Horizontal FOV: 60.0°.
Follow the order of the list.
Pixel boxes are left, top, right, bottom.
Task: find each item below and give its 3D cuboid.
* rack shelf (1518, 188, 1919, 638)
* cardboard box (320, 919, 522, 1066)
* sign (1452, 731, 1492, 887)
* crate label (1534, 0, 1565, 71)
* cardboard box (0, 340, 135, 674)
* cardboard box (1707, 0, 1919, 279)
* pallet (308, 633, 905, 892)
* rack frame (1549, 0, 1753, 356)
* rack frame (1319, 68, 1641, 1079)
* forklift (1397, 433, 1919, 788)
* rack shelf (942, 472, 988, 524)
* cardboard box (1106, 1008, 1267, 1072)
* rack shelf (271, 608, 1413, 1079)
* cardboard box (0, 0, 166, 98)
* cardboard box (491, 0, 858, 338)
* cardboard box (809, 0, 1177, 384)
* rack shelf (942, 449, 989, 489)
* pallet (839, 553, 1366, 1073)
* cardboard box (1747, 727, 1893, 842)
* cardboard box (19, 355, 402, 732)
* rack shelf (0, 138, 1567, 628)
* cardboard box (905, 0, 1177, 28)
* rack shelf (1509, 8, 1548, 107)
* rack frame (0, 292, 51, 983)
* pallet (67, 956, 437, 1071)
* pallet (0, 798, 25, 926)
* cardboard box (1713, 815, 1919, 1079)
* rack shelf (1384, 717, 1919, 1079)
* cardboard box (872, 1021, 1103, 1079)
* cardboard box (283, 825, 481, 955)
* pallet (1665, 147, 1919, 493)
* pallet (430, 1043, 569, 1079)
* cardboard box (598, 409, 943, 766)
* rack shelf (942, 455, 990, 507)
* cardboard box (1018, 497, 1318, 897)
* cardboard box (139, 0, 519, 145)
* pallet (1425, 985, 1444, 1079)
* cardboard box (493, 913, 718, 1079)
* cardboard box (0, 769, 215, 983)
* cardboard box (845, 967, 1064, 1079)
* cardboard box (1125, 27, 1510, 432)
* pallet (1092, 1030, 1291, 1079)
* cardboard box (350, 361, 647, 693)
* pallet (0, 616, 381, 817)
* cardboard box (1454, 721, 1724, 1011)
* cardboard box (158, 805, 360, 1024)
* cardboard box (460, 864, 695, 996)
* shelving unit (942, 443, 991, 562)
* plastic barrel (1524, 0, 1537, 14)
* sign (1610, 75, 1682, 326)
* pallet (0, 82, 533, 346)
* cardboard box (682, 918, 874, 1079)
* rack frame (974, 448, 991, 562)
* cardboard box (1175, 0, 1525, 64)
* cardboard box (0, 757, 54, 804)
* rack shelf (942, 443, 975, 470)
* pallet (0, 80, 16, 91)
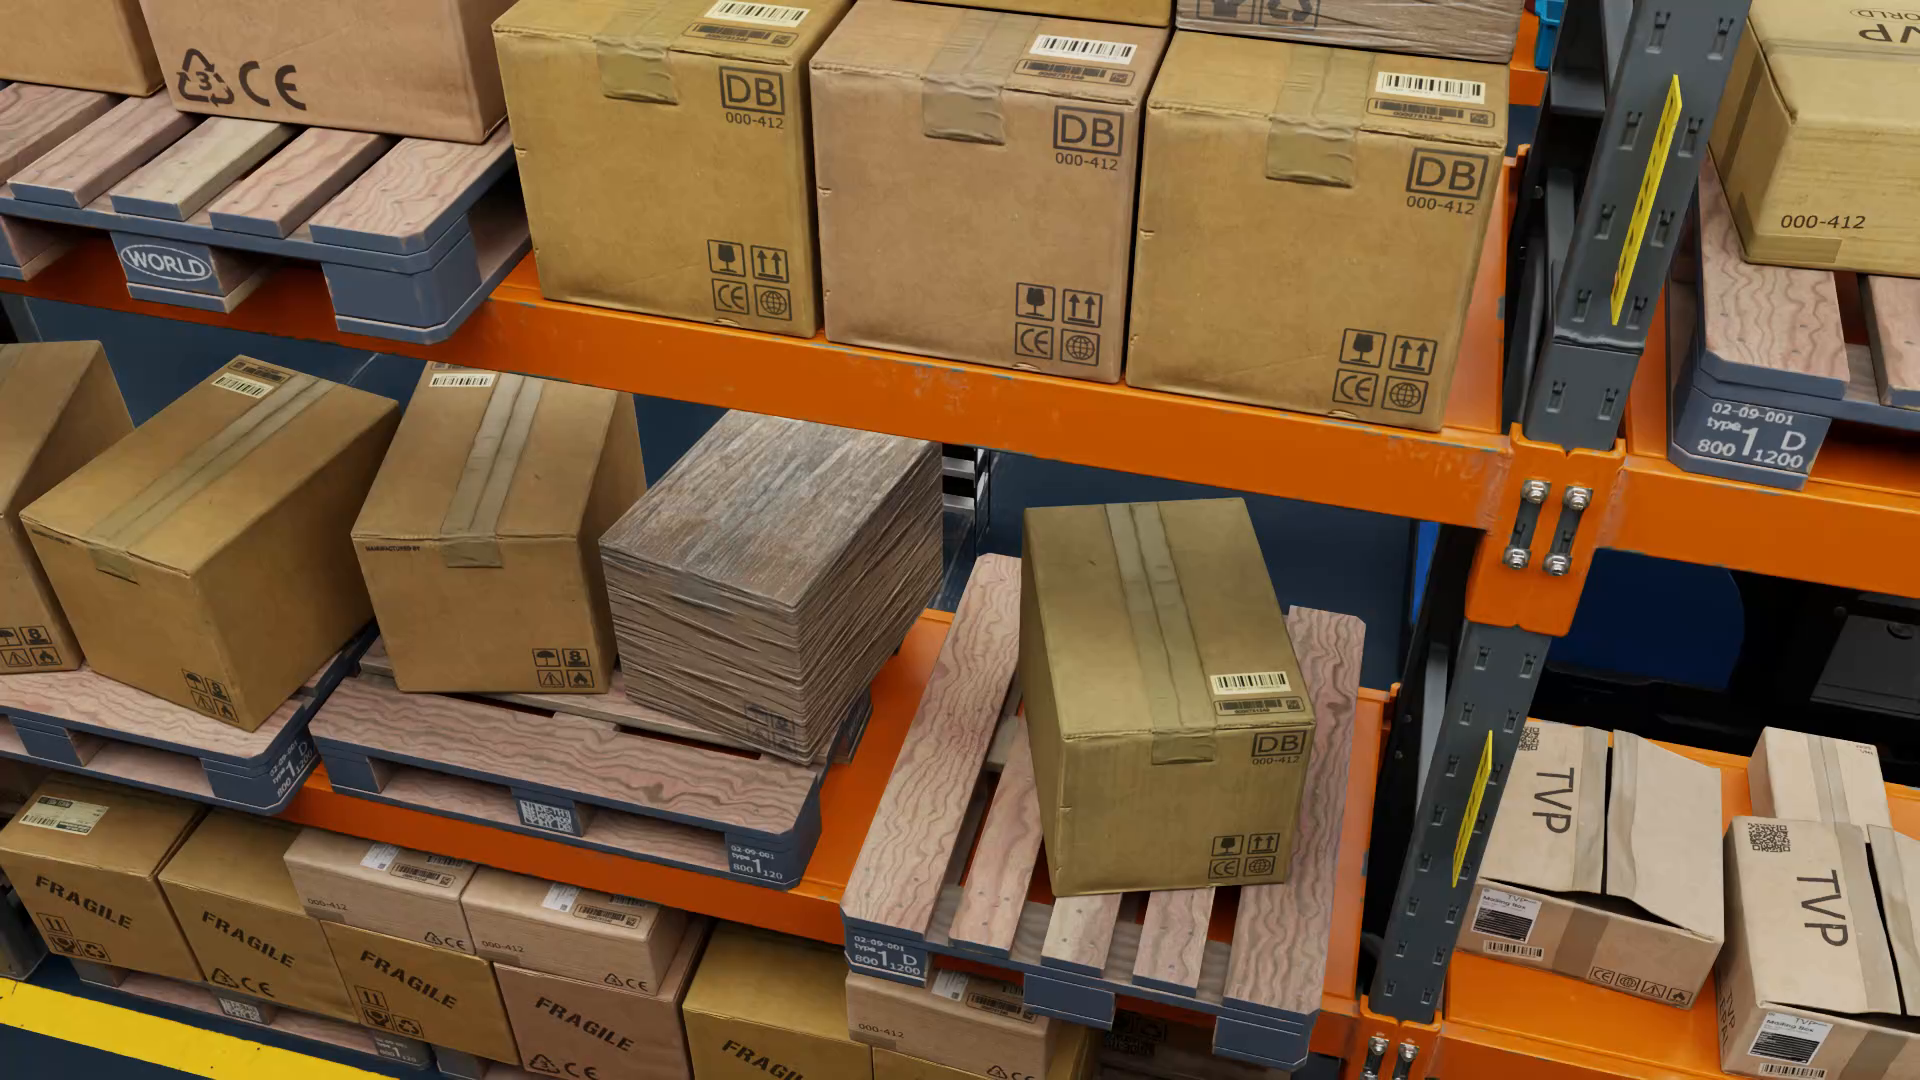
[{"bbox_3d":[2.986,0.021,2.620,4.000,0.370,1.077,10,41,11],"label":"rack shelf"},{"bbox_3d":[-1.407,1.086,4.726,0.500,0.500,0.500,10,41,12],"label":"cardboard box"},{"bbox_3d":[0.923,0.487,2.999,0.005,0.325,0.100,10,41,11],"label":"sign"},{"bbox_3d":[2.648,-2.148,7.106,0.416,0.233,0.303,10,41,11],"label":"crate label"},{"bbox_3d":[-2.410,-0.085,4.115,0.500,0.500,0.700,-3,40,-3],"label":"cardboard box"},{"bbox_3d":[1.507,-0.650,2.650,0.500,0.250,0.500,7,41,8],"label":"cardboard box"},{"bbox_3d":[-0.826,0.314,4.193,1.213,0.211,1.003,10,41,11],"label":"pallet"},{"bbox_3d":[1.054,-1.736,1.820,0.127,3.000,1.000,10,41,11],"label":"rack frame"},{"bbox_3d":[1.054,0.561,3.749,0.127,3.000,1.000,10,41,11],"label":"rack frame"},{"bbox_3d":[3.172,-0.616,5.204,3.031,2.935,1.130,10,41,11],"label":"forklift"},{"bbox_3d":[-0.008,-0.183,6.599,0.200,0.077,0.258,10,41,11],"label":"rack shelf"},{"bbox_3d":[0.688,1.097,4.713,0.500,0.500,0.500,11,41,13],"label":"cardboard box"},{"bbox_3d":[-0.878,0.504,4.377,4.000,0.370,1.077,10,41,11],"label":"rack shelf"},{"bbox_3d":[-1.691,-1.263,3.107,0.600,0.600,0.600,9,41,11],"label":"cardboard box"},{"bbox_3d":[-0.371,-0.849,3.018,0.500,0.500,0.910,10,41,11],"label":"cardboard box"},{"bbox_3d":[0.131,-0.762,2.915,0.500,0.500,0.910,10,41,11],"label":"cardboard box"},{"bbox_3d":[-0.008,-0.320,6.484,0.200,0.077,0.258,10,41,11],"label":"rack shelf"},{"bbox_3d":[0.381,0.566,3.893,1.003,0.211,1.213,10,41,11],"label":"pallet"},{"bbox_3d":[1.994,0.635,3.856,0.250,0.149,0.380,10,41,11],"label":"cardboard box"},{"bbox_3d":[-1.729,-0.010,4.025,0.500,0.500,0.700,16,43,18],"label":"cardboard box"},{"bbox_3d":[-0.878,-0.644,3.412,4.000,0.370,1.077,10,41,11],"label":"rack shelf"},{"bbox_3d":[0.142,-1.170,2.623,0.500,0.500,0.500,10,41,11],"label":"cardboard box"},{"bbox_3d":[4.270,-1.907,7.248,4.000,0.370,1.077,10,41,11],"label":"rack shelf"},{"bbox_3d":[-2.810,-0.104,4.541,0.127,3.000,1.000,10,41,11],"label":"rack frame"},{"bbox_3d":[-2.014,1.076,5.305,1.213,0.211,1.003,10,41,11],"label":"pallet"},{"bbox_3d":[-3.473,0.849,5.575,1.213,0.211,1.003,10,41,11],"label":"pallet"},{"bbox_3d":[1.868,0.864,3.458,0.500,0.311,0.500,9,41,11],"label":"cardboard box"},{"bbox_3d":[2.986,1.169,3.585,4.000,0.370,1.077,10,41,11],"label":"rack shelf"},{"bbox_3d":[0.090,1.340,4.423,0.500,0.500,0.500,11,41,13],"label":"cardboard box"},{"bbox_3d":[-1.440,0.796,4.488,0.500,0.250,0.500,10,41,12],"label":"cardboard box"},{"bbox_3d":[1.733,-0.458,2.777,1.003,0.211,1.213,12,41,13],"label":"pallet"},{"bbox_3d":[-0.832,1.277,5.065,1.213,0.211,1.003,10,41,11],"label":"pallet"},{"bbox_3d":[-0.417,0.057,3.946,0.500,0.500,0.700,17,43,20],"label":"cardboard box"},{"bbox_3d":[-0.008,-0.252,6.542,0.200,0.077,0.258,10,41,11],"label":"rack shelf"},{"bbox_3d":[0.417,0.327,3.623,0.500,0.500,0.700,-3,40,-3],"label":"cardboard box"},{"bbox_3d":[-1.053,-1.140,2.961,0.600,0.600,0.600,8,41,10],"label":"cardboard box"},{"bbox_3d":[1.839,1.790,4.454,1.213,0.211,1.003,10,41,11],"label":"pallet"},{"bbox_3d":[-0.918,1.171,4.625,0.500,0.500,0.500,8,41,10],"label":"cardboard box"},{"bbox_3d":[-2.406,0.917,4.928,0.500,0.500,0.500,8,41,9],"label":"cardboard box"},{"bbox_3d":[0.035,1.046,4.190,0.500,0.250,0.500,11,41,13],"label":"cardboard box"},{"bbox_3d":[0.624,-0.677,2.814,0.500,0.500,0.910,10,41,11],"label":"cardboard box"},{"bbox_3d":[0.343,1.481,4.822,1.213,0.211,1.003,10,41,11],"label":"pallet"},{"bbox_3d":[-1.087,-0.047,4.070,0.500,0.500,0.700,0,40,0],"label":"cardboard box"},{"bbox_3d":[-2.066,0.170,4.364,1.213,0.211,1.003,10,41,11],"label":"pallet"},{"bbox_3d":[1.394,0.683,3.674,0.500,0.311,0.500,12,42,14],"label":"cardboard box"},{"bbox_3d":[-1.887,0.999,4.830,0.500,0.500,0.500,10,41,12],"label":"cardboard box"},{"bbox_3d":[-0.955,0.879,4.390,0.500,0.250,0.500,9,41,11],"label":"cardboard box"},{"bbox_3d":[-0.008,-0.346,6.462,0.210,0.900,0.258,10,41,11],"label":"shelving unit"},{"bbox_3d":[2.865,-2.679,7.501,0.708,0.536,0.600,10,41,11],"label":"plastic barrel"},{"bbox_3d":[0.912,-0.449,2.217,0.005,0.325,0.100,10,41,11],"label":"sign"},{"bbox_3d":[-1.195,-0.858,3.253,1.003,0.211,1.213,10,41,11],"label":"pallet"},{"bbox_3d":[-0.410,1.254,4.526,0.500,0.500,0.500,8,41,10],"label":"cardboard box"},{"bbox_3d":[0.090,-0.329,6.442,0.006,0.900,0.240,10,41,11],"label":"rack frame"},{"bbox_3d":[0.634,-1.085,2.522,0.500,0.500,0.500,10,41,11],"label":"cardboard box"},{"bbox_3d":[-3.159,0.553,5.507,0.500,0.311,0.500,10,41,11],"label":"cardboard box"},{"bbox_3d":[-0.008,-0.389,6.426,0.200,0.077,0.258,10,41,11],"label":"rack shelf"},{"bbox_3d":[-2.198,-1.028,3.456,1.003,0.211,1.213,10,41,11],"label":"pallet"}]
